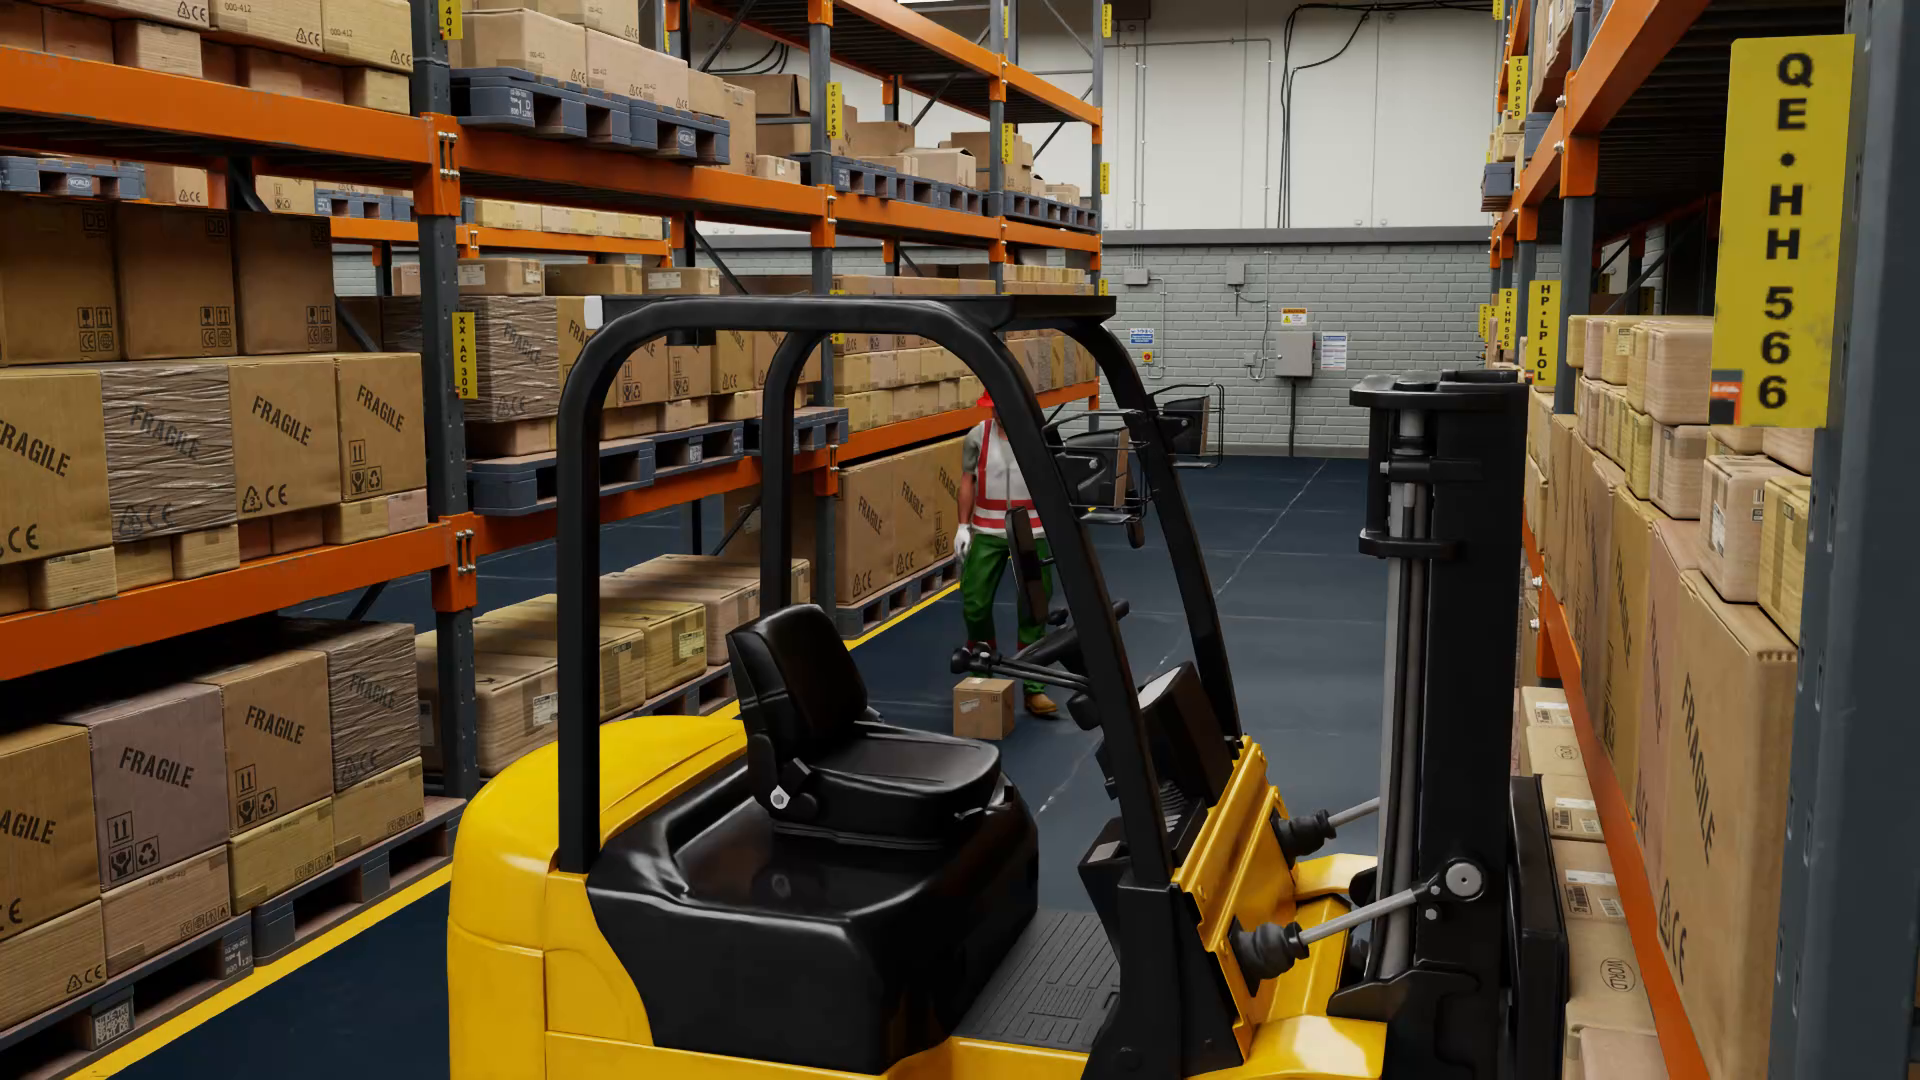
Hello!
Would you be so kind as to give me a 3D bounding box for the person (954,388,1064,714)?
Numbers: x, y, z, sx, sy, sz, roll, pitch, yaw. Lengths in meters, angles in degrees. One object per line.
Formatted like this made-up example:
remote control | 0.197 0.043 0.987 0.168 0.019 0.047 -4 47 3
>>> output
person | 0.287 0.011 8.619 0.659 1.790 0.389 1 8 5
